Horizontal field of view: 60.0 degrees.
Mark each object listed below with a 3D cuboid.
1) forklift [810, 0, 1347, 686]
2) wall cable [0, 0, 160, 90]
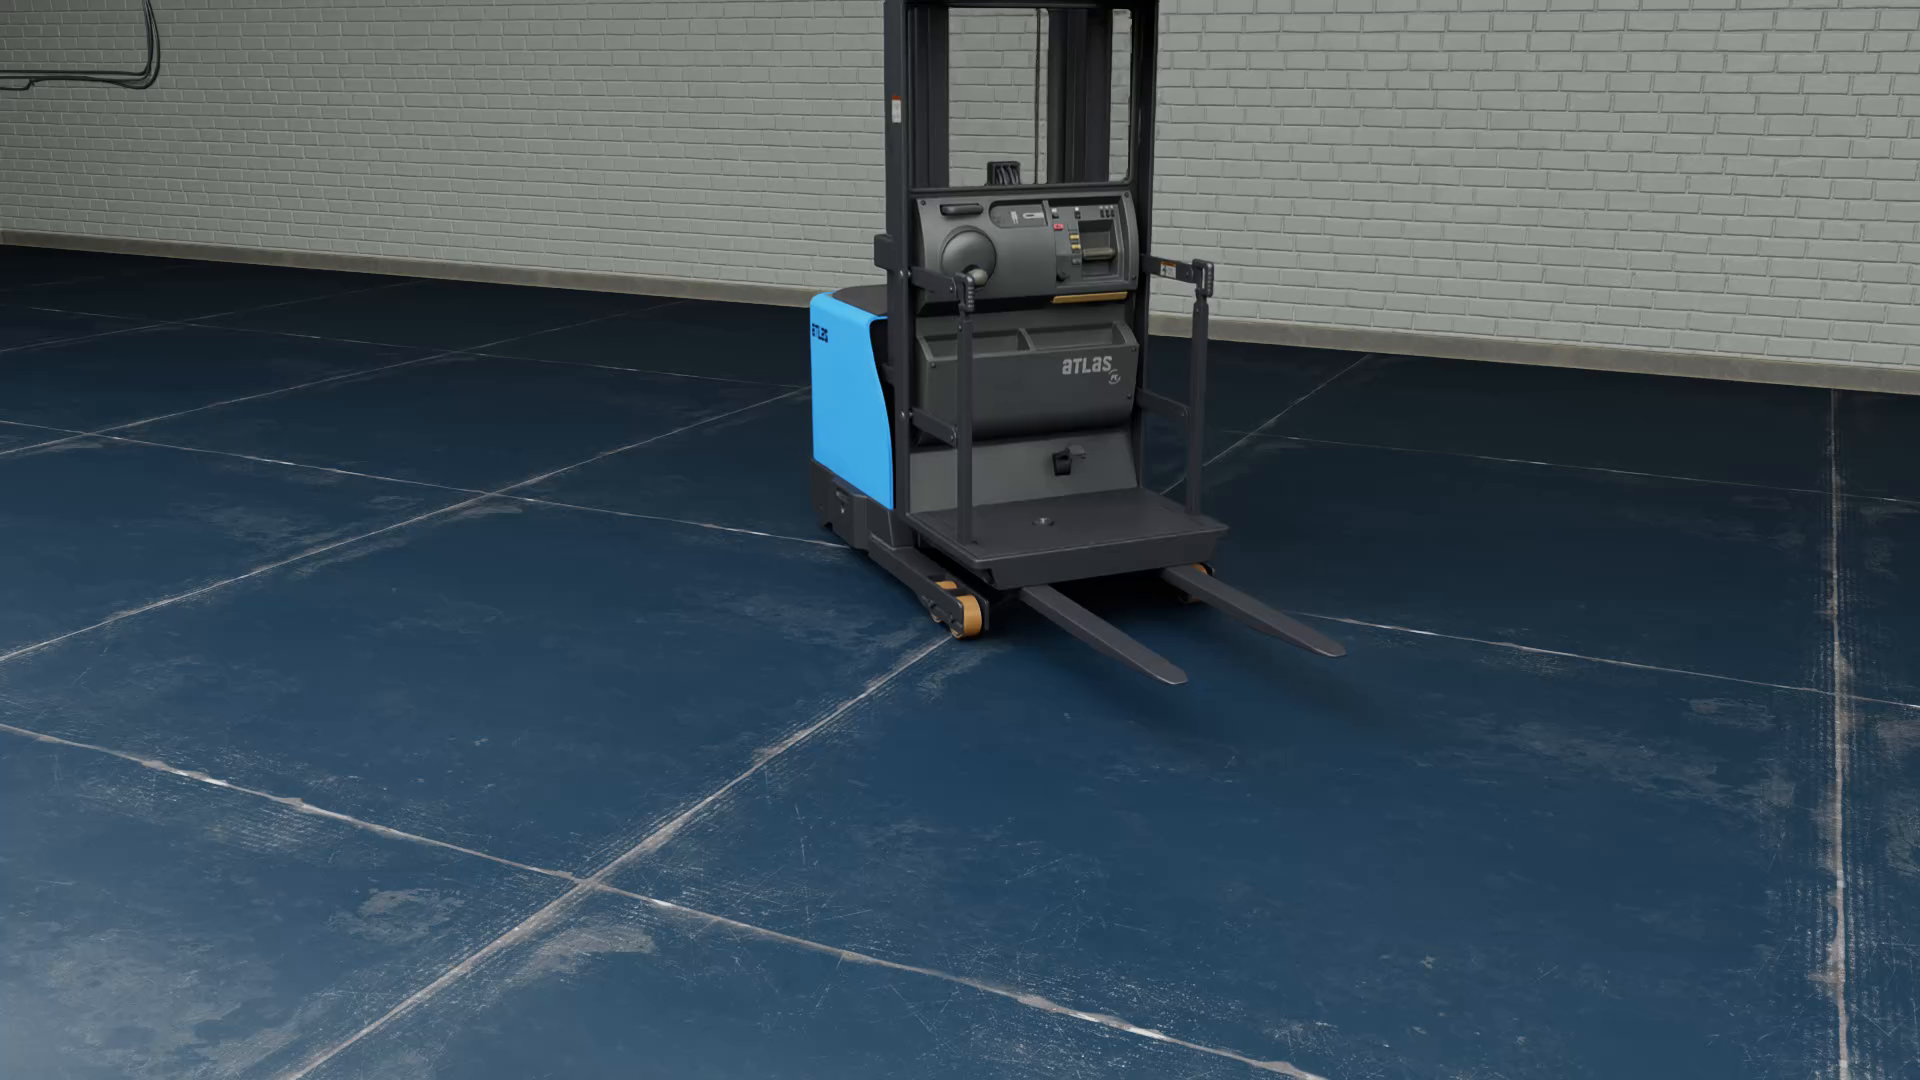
[{"bbox_3d":[0.362,-1.171,6.320,1.130,2.935,3.031,-7,18,-23],"label":"forklift"},{"bbox_3d":[-9.522,-5.969,17.270,3.097,2.526,0.112,8,18,25],"label":"wall cable"}]
